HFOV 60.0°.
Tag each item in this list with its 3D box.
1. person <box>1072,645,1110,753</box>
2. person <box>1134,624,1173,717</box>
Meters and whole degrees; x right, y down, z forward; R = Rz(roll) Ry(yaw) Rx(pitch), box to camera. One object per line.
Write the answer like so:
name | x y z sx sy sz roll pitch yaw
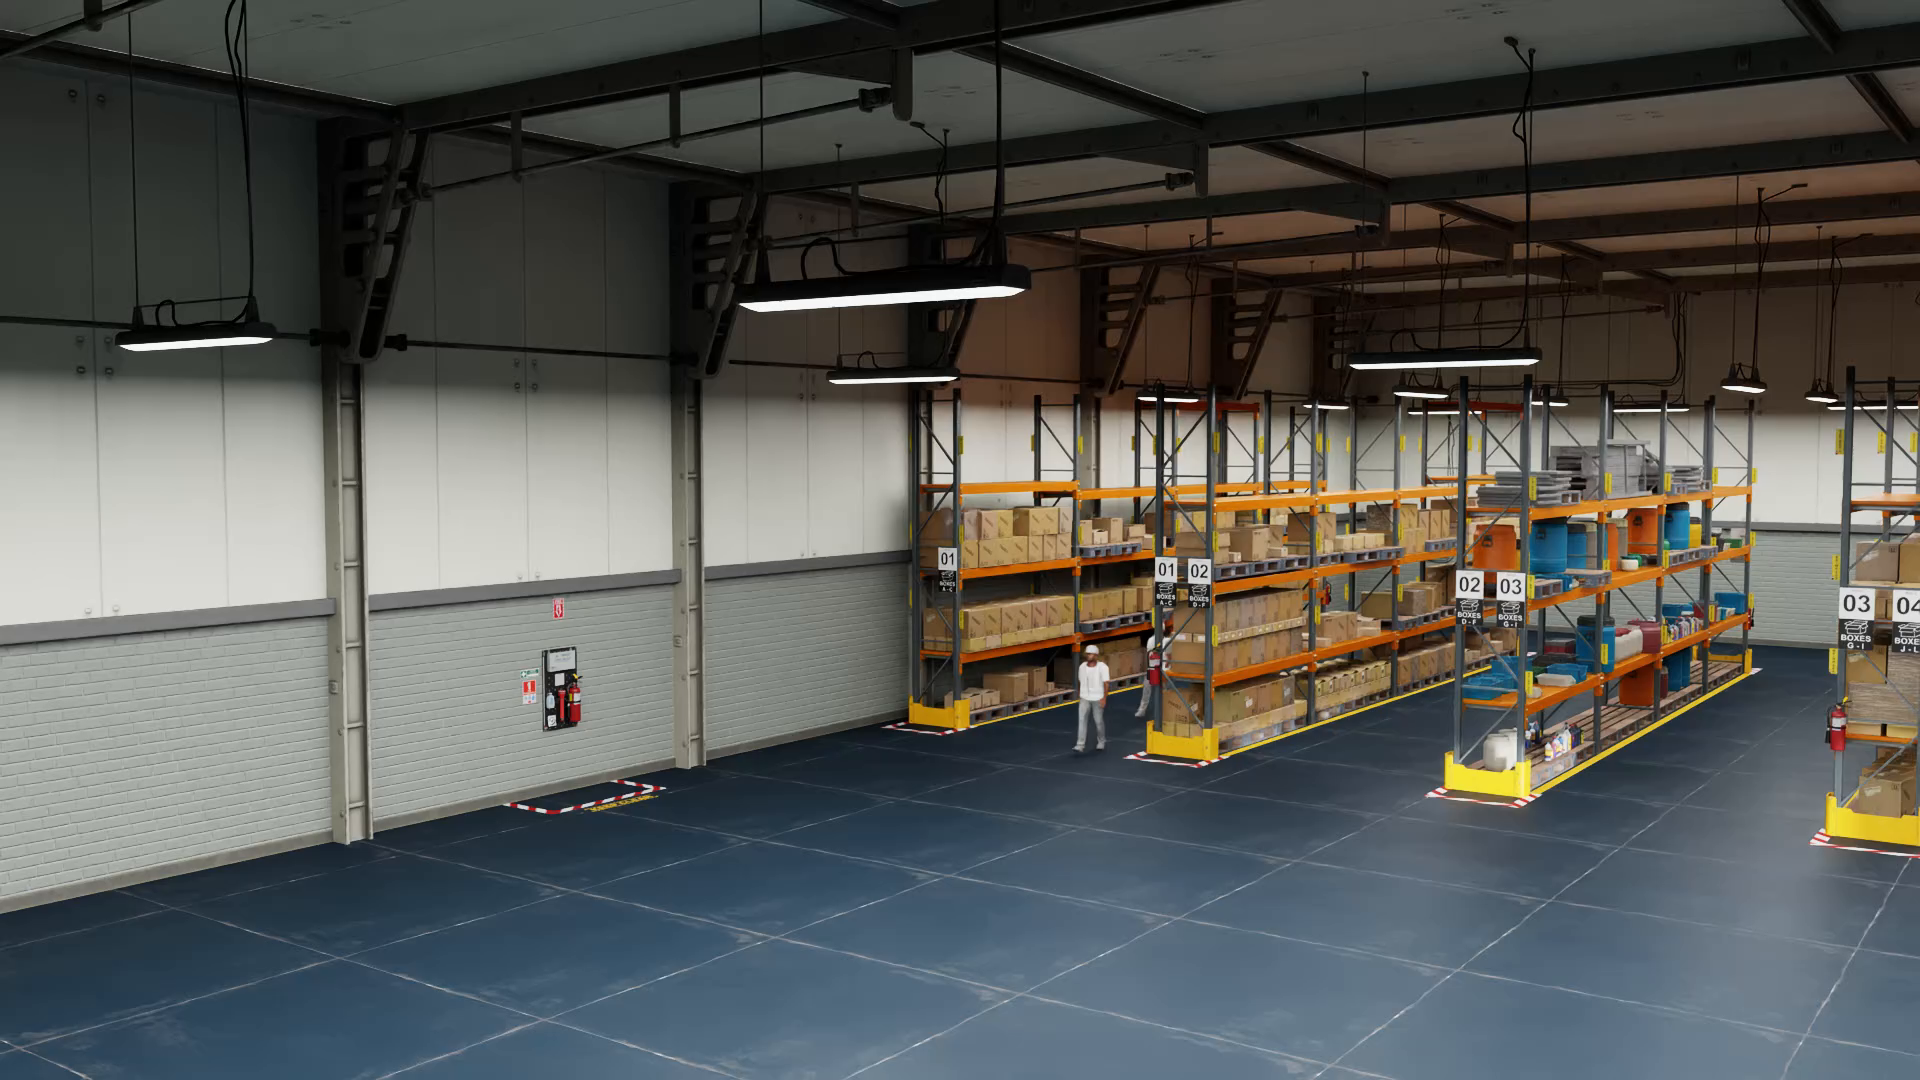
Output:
person | 2.133 2.585 27.070 0.606 1.737 0.923 2 4 27
person | 3.605 2.371 30.531 0.560 1.710 1.087 2 4 31
